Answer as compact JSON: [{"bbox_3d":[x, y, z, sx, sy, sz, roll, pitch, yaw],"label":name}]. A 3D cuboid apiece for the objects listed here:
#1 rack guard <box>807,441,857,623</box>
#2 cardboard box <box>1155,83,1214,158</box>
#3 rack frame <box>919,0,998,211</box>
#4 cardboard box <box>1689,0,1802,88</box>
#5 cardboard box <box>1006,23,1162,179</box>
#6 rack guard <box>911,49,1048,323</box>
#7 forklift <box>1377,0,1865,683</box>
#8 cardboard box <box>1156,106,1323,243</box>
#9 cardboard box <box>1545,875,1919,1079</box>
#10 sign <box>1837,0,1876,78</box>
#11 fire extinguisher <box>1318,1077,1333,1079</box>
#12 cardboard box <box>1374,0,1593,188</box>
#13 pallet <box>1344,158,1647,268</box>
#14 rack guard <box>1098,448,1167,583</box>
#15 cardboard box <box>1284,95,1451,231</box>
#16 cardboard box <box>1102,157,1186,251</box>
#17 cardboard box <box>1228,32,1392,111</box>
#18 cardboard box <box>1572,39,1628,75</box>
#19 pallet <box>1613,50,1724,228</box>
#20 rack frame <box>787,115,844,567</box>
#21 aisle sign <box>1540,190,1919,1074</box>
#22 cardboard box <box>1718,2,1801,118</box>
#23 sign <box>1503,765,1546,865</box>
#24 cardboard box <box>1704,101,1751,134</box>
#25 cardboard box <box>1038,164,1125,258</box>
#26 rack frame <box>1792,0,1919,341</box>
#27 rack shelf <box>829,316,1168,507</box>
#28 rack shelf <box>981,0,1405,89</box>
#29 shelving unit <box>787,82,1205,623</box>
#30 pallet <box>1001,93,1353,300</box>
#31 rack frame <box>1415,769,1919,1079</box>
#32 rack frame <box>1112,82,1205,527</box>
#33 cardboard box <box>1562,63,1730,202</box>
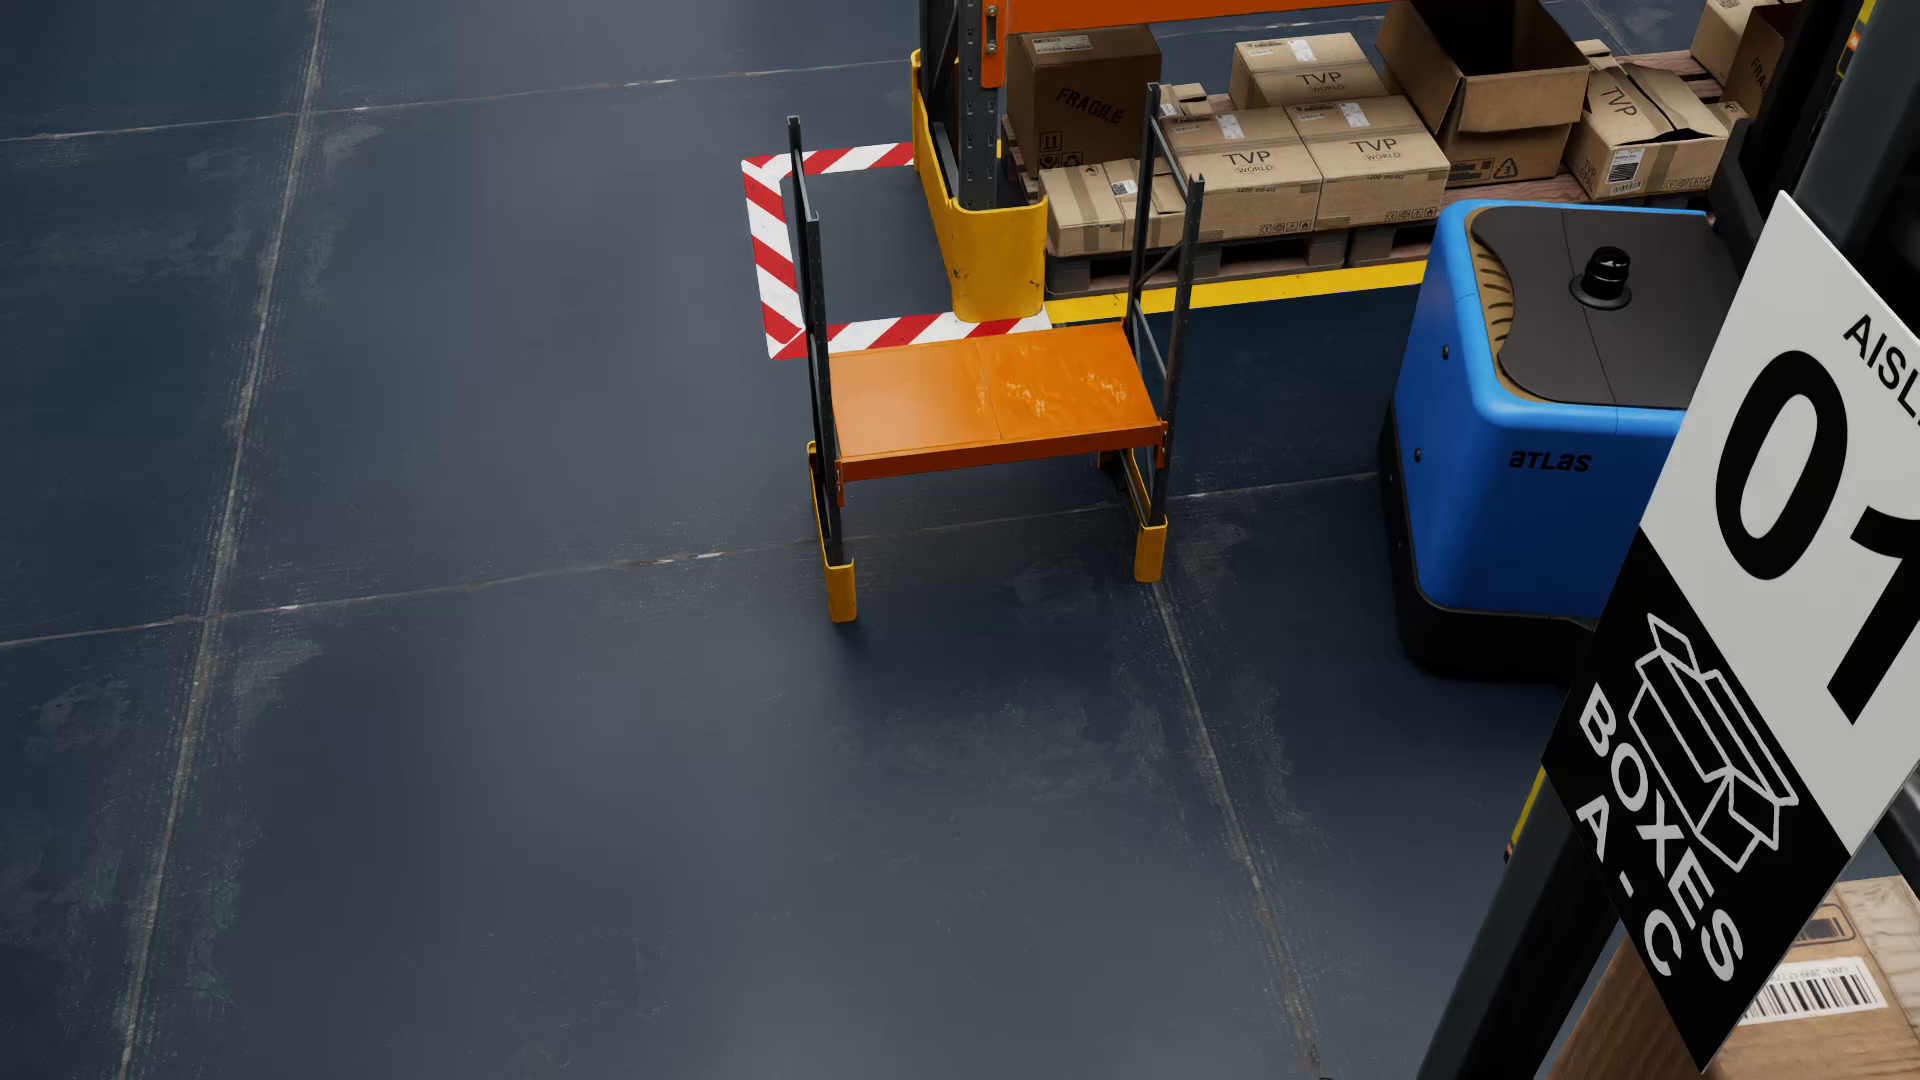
[{"bbox_3d":[-0.416,-0.035,5.390,0.087,0.250,0.587,-7,46,-7],"label":"rack guard"},{"bbox_3d":[0.894,-1.682,6.729,0.250,0.166,0.380,-7,46,-7],"label":"cardboard box"},{"bbox_3d":[-0.014,-2.285,5.648,0.127,3.000,1.000,-7,46,-7],"label":"rack frame"},{"bbox_3d":[3.477,-2.097,7.030,0.500,0.311,0.500,-7,46,-7],"label":"cardboard box"},{"bbox_3d":[0.480,-1.812,6.623,0.500,0.500,0.500,-7,46,-7],"label":"cardboard box"},{"bbox_3d":[0.061,-1.427,6.557,0.348,0.500,1.175,-7,46,-7],"label":"rack guard"},{"bbox_3d":[2.907,-0.875,4.337,3.031,2.935,1.130,4,46,4],"label":"forklift"},{"bbox_3d":[1.063,-1.410,6.410,0.500,0.250,0.500,-7,46,-7],"label":"cardboard box"},{"bbox_3d":[1.335,1.056,2.221,0.700,0.700,0.980,-5,46,-5],"label":"cardboard box"},{"bbox_3d":[0.756,-0.477,1.264,0.005,0.325,0.100,-7,46,-7],"label":"sign"},{"bbox_3d":[0.607,1.077,2.722,0.183,0.674,0.296,-7,46,-7],"label":"fire extinguisher"},{"bbox_3d":[2.077,-1.828,6.636,0.637,0.503,0.797,-7,46,-7],"label":"cardboard box"},{"bbox_3d":[2.046,-1.572,6.899,1.213,0.211,1.003,-7,46,-7],"label":"pallet"},{"bbox_3d":[0.566,-0.157,5.508,0.087,0.250,0.587,-7,46,-7],"label":"rack guard"},{"bbox_3d":[1.556,-1.472,6.469,0.500,0.250,0.500,-7,46,-7],"label":"cardboard box"},{"bbox_3d":[0.704,-1.292,6.354,0.250,0.166,0.380,-7,46,-7],"label":"cardboard box"},{"bbox_3d":[1.421,-1.820,6.805,0.500,0.250,0.500,-7,46,-7],"label":"cardboard box"},{"bbox_3d":[2.626,-1.934,6.972,0.250,0.166,0.380,-7,46,-7],"label":"cardboard box"},{"bbox_3d":[3.251,-1.725,7.045,1.213,0.211,1.003,-7,46,-7],"label":"pallet"},{"bbox_3d":[-0.417,-0.468,4.940,0.032,1.500,0.500,-7,46,-7],"label":"rack frame"},{"bbox_3d":[0.712,0.124,1.522,0.004,0.787,0.394,-7,46,-7],"label":"aisle sign"},{"bbox_3d":[3.414,-1.790,6.602,0.500,0.500,0.500,-7,46,-7],"label":"cardboard box"},{"bbox_3d":[0.756,0.359,2.132,0.005,0.325,0.100,-7,46,-7],"label":"sign"},{"bbox_3d":[3.055,-1.579,6.643,0.250,0.149,0.380,-7,46,-7],"label":"cardboard box"},{"bbox_3d":[0.457,-1.256,6.331,0.250,0.149,0.380,-7,46,-7],"label":"cardboard box"},{"bbox_3d":[0.834,-0.852,0.102,0.127,3.000,1.000,-7,46,-7],"label":"rack frame"},{"bbox_3d":[0.084,-0.406,5.130,1.000,0.185,0.538,-7,46,-7],"label":"rack shelf"},{"bbox_3d":[1.957,-2.281,6.144,4.000,0.370,1.077,-7,46,-7],"label":"rack shelf"},{"bbox_3d":[0.075,-0.530,4.999,1.083,1.500,0.587,-7,46,-7],"label":"shelving unit"},{"bbox_3d":[0.846,-1.425,6.757,1.213,0.211,1.003,-7,46,-7],"label":"pallet"},{"bbox_3d":[0.834,1.230,2.262,0.127,3.000,1.000,-7,46,-7],"label":"rack frame"},{"bbox_3d":[0.585,-0.593,5.060,0.032,1.500,0.500,-7,46,-7],"label":"rack frame"},{"bbox_3d":[2.675,-1.632,6.581,0.500,0.311,0.500,-7,46,-7],"label":"cardboard box"}]
